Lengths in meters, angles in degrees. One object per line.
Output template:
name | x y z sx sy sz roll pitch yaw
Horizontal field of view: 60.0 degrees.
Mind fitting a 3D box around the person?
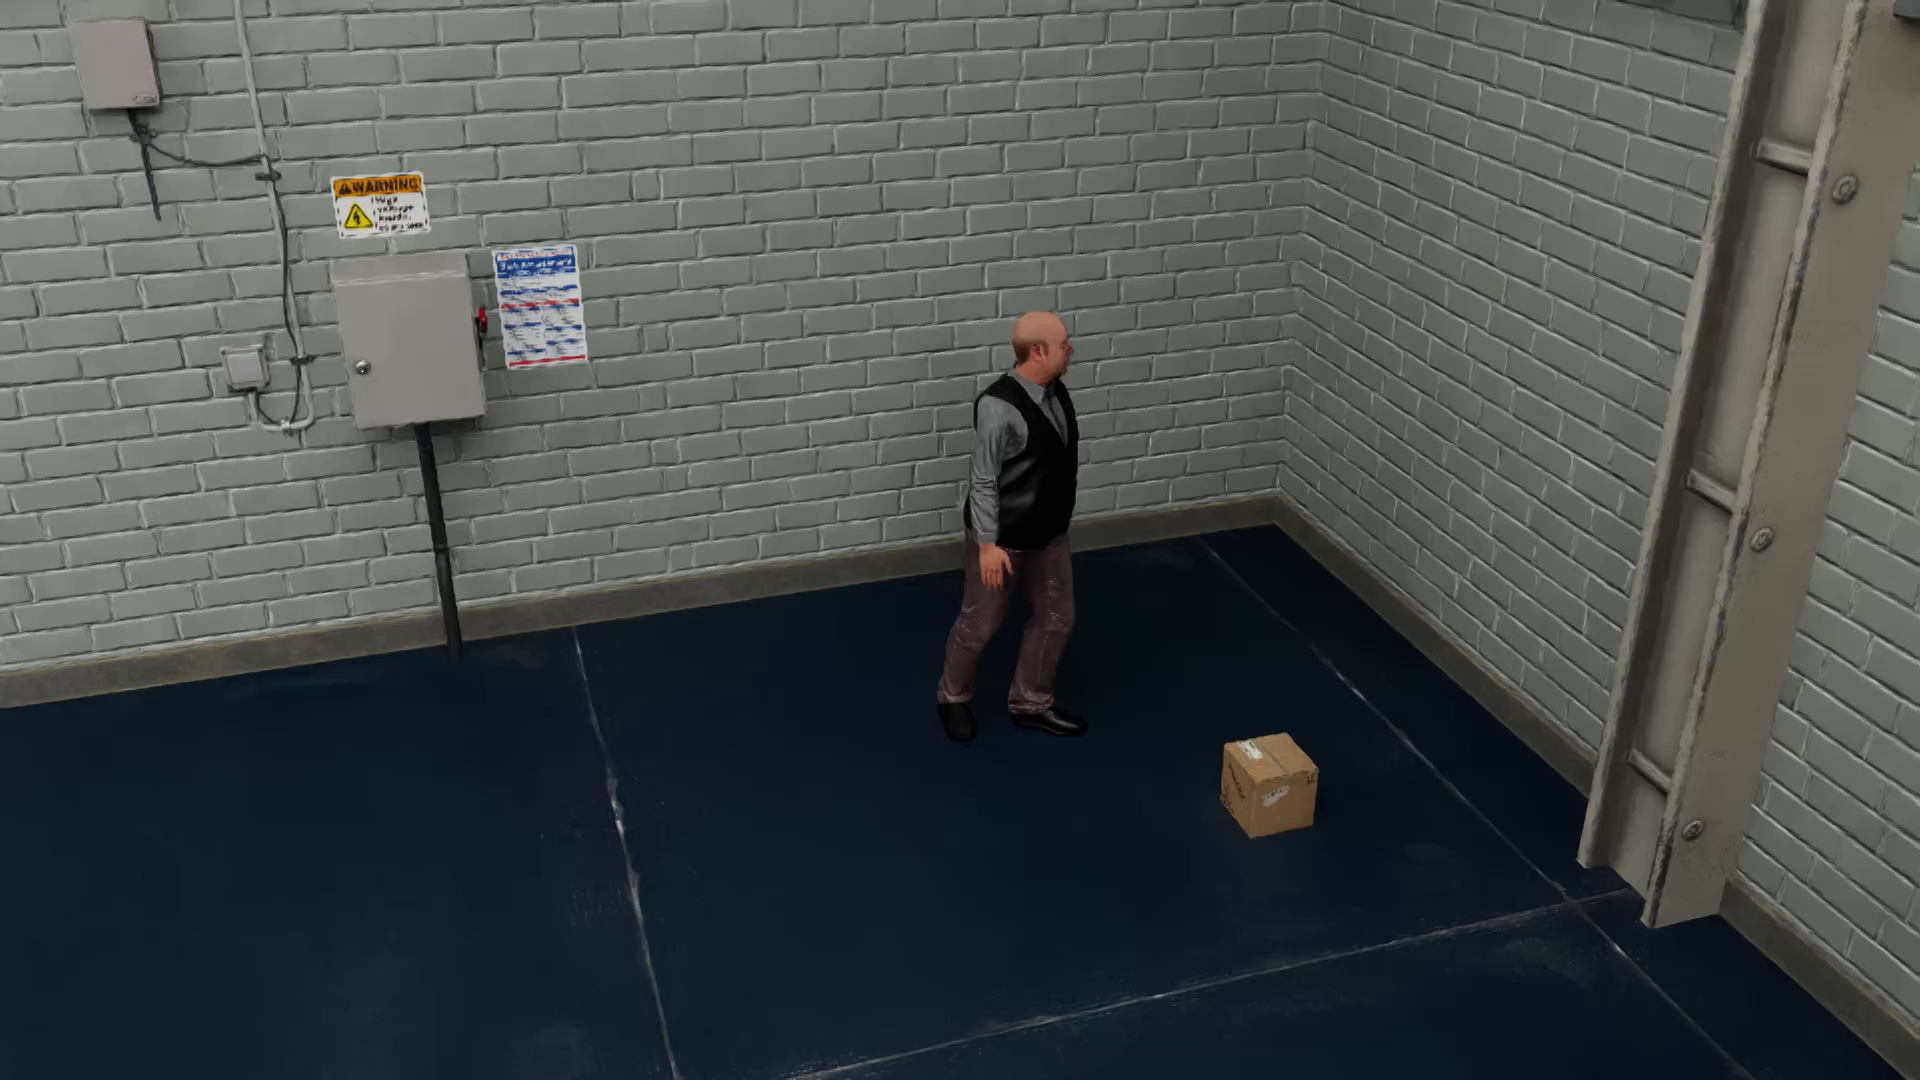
person | 0.200 -0.038 6.223 0.568 1.714 0.554 18 31 32
